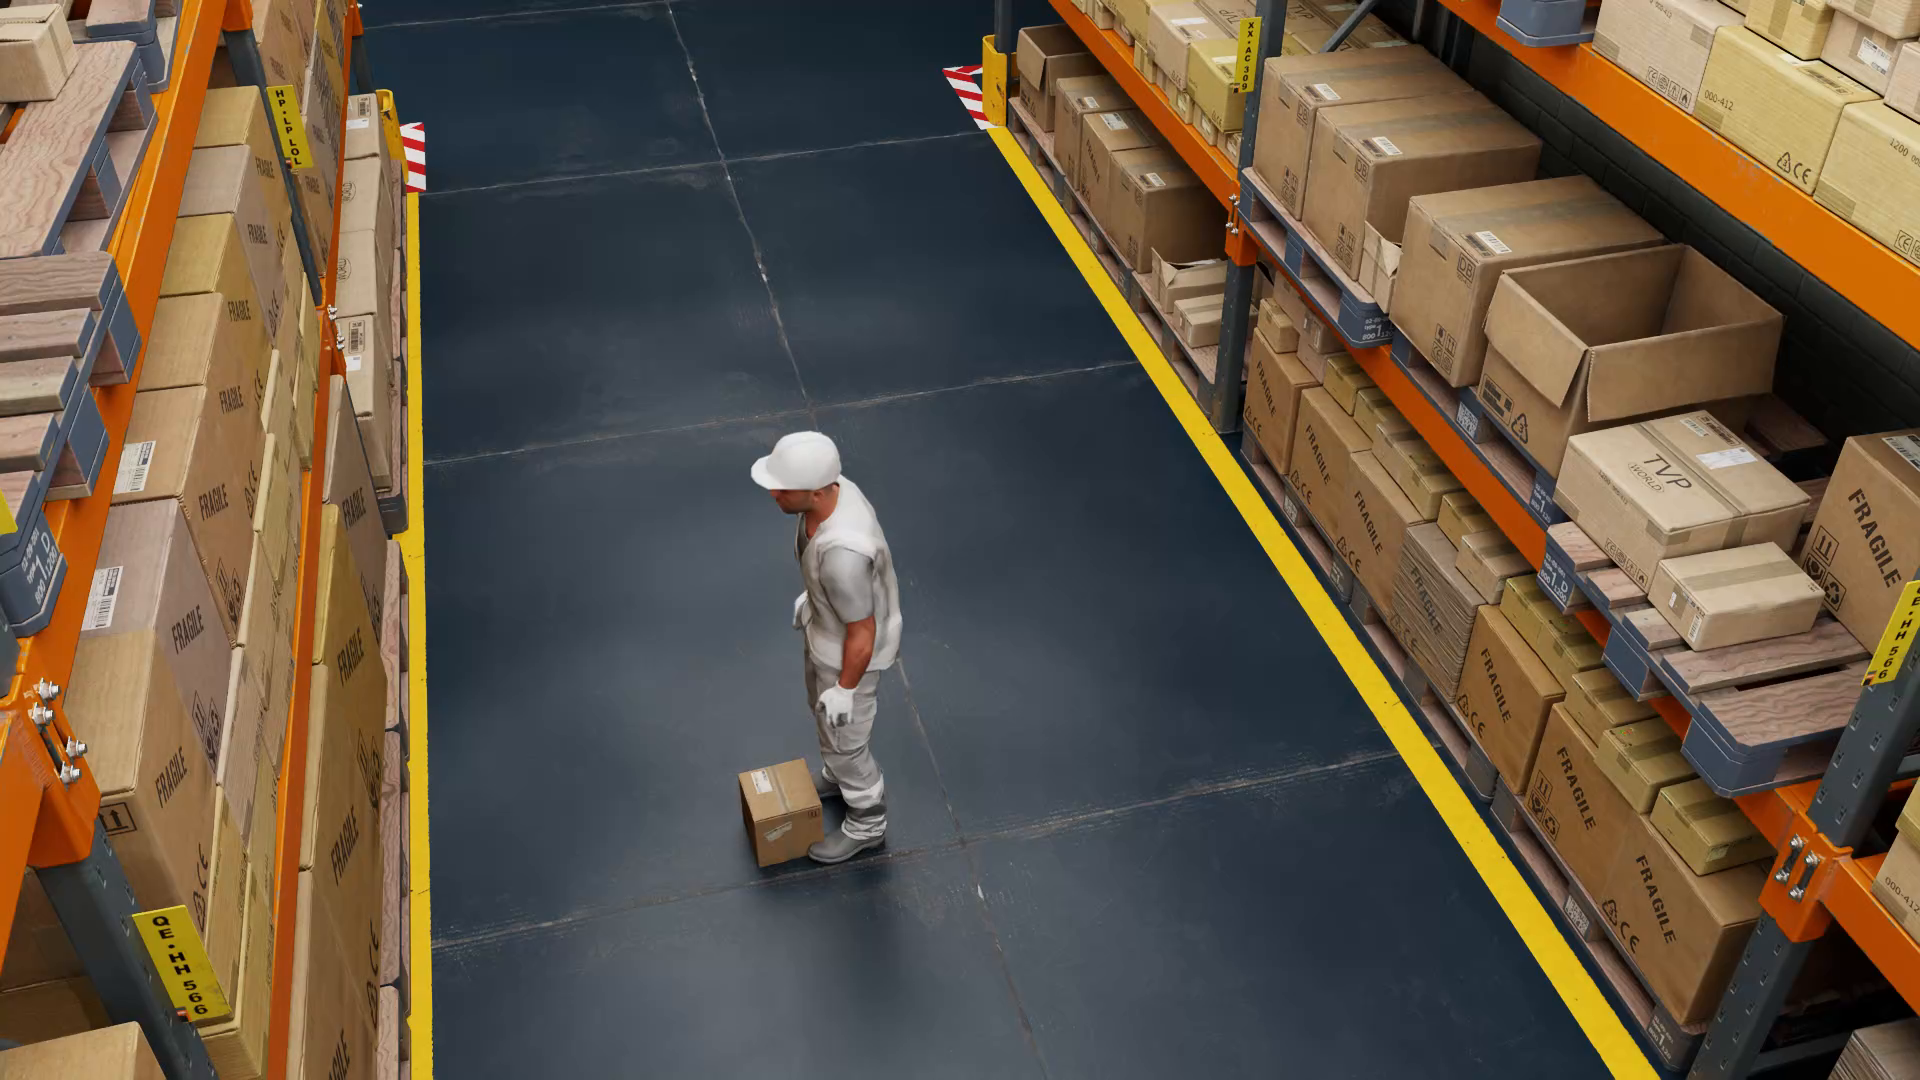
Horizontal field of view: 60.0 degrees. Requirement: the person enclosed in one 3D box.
[{"bbox_3d":[-0.433,0.359,5.677,0.448,1.780,0.609,-9,39,-11],"label":"person"}]
